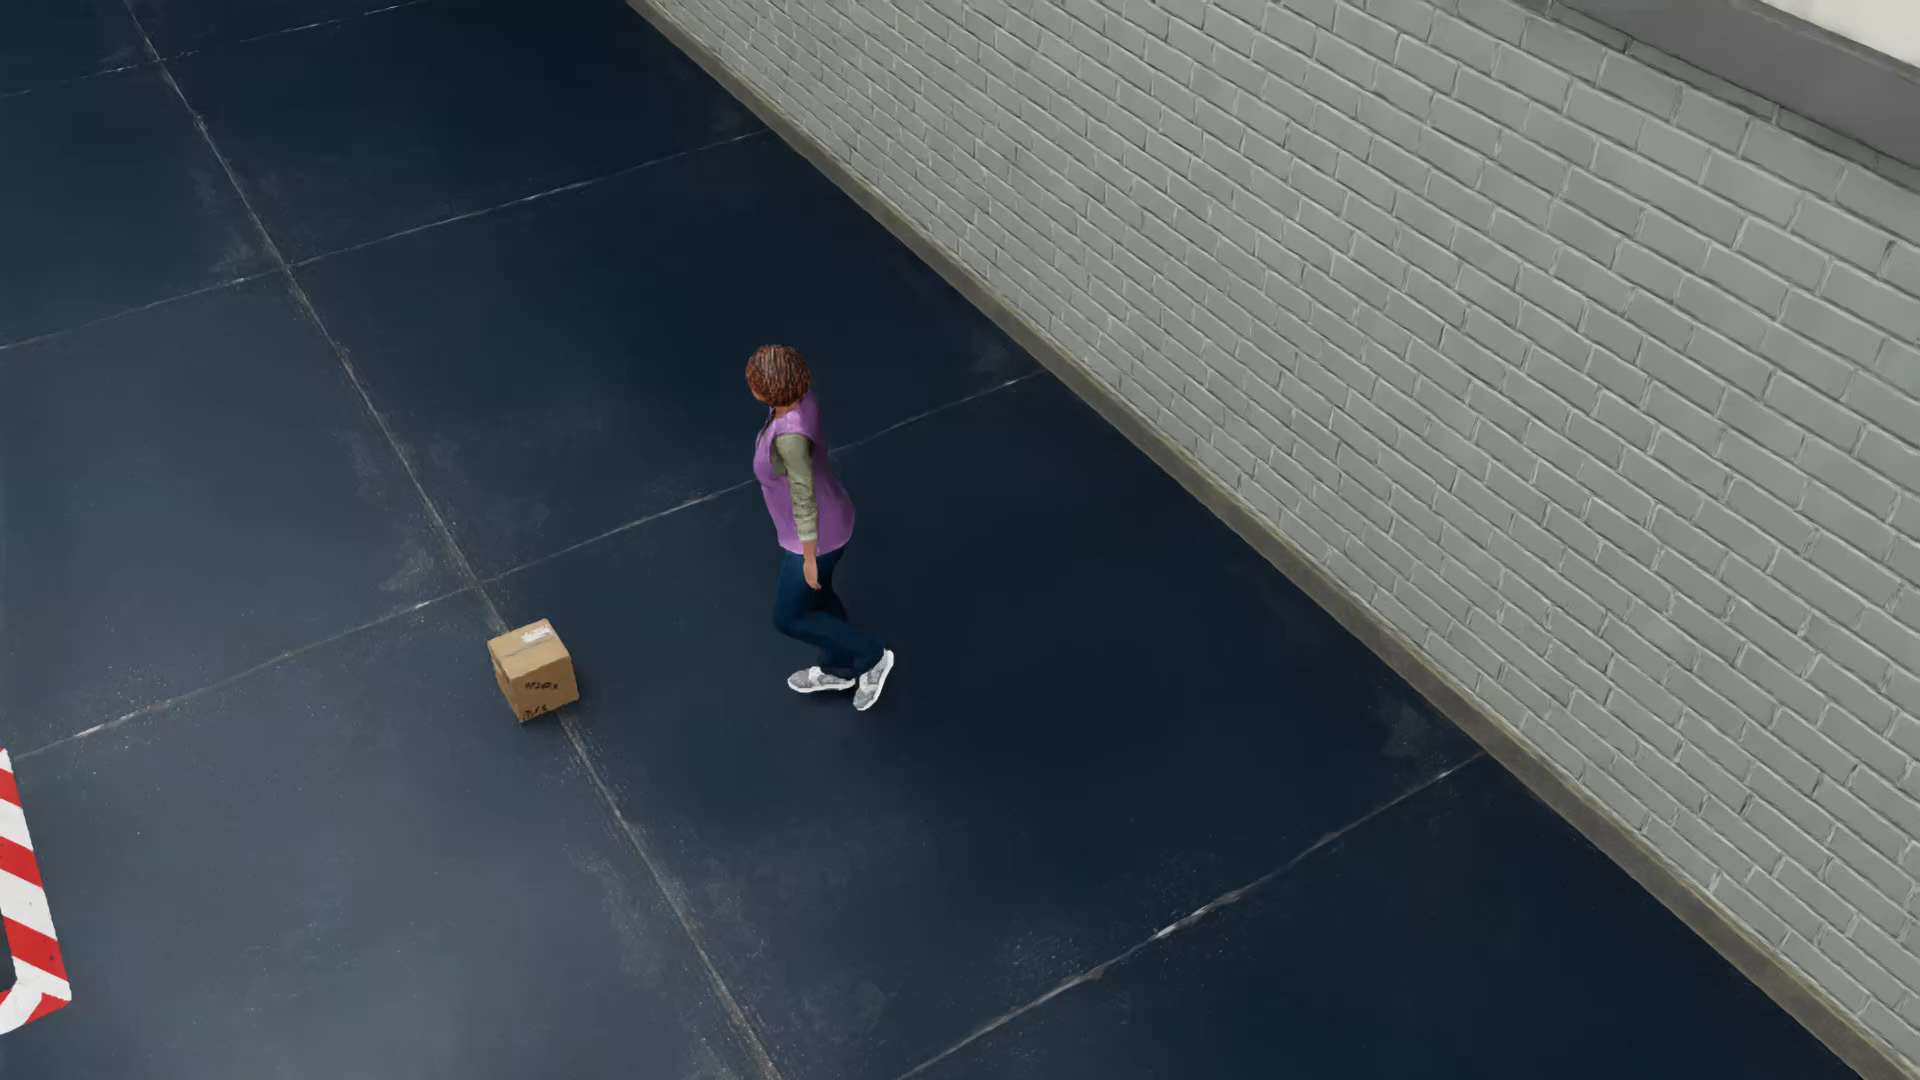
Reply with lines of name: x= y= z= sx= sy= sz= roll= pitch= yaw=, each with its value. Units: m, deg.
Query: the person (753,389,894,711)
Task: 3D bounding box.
person: x=-4.737 y=-2.860 z=8.186 sx=9.048 sy=3.169 sz=7.105 roll=0 pitch=41 yaw=1
